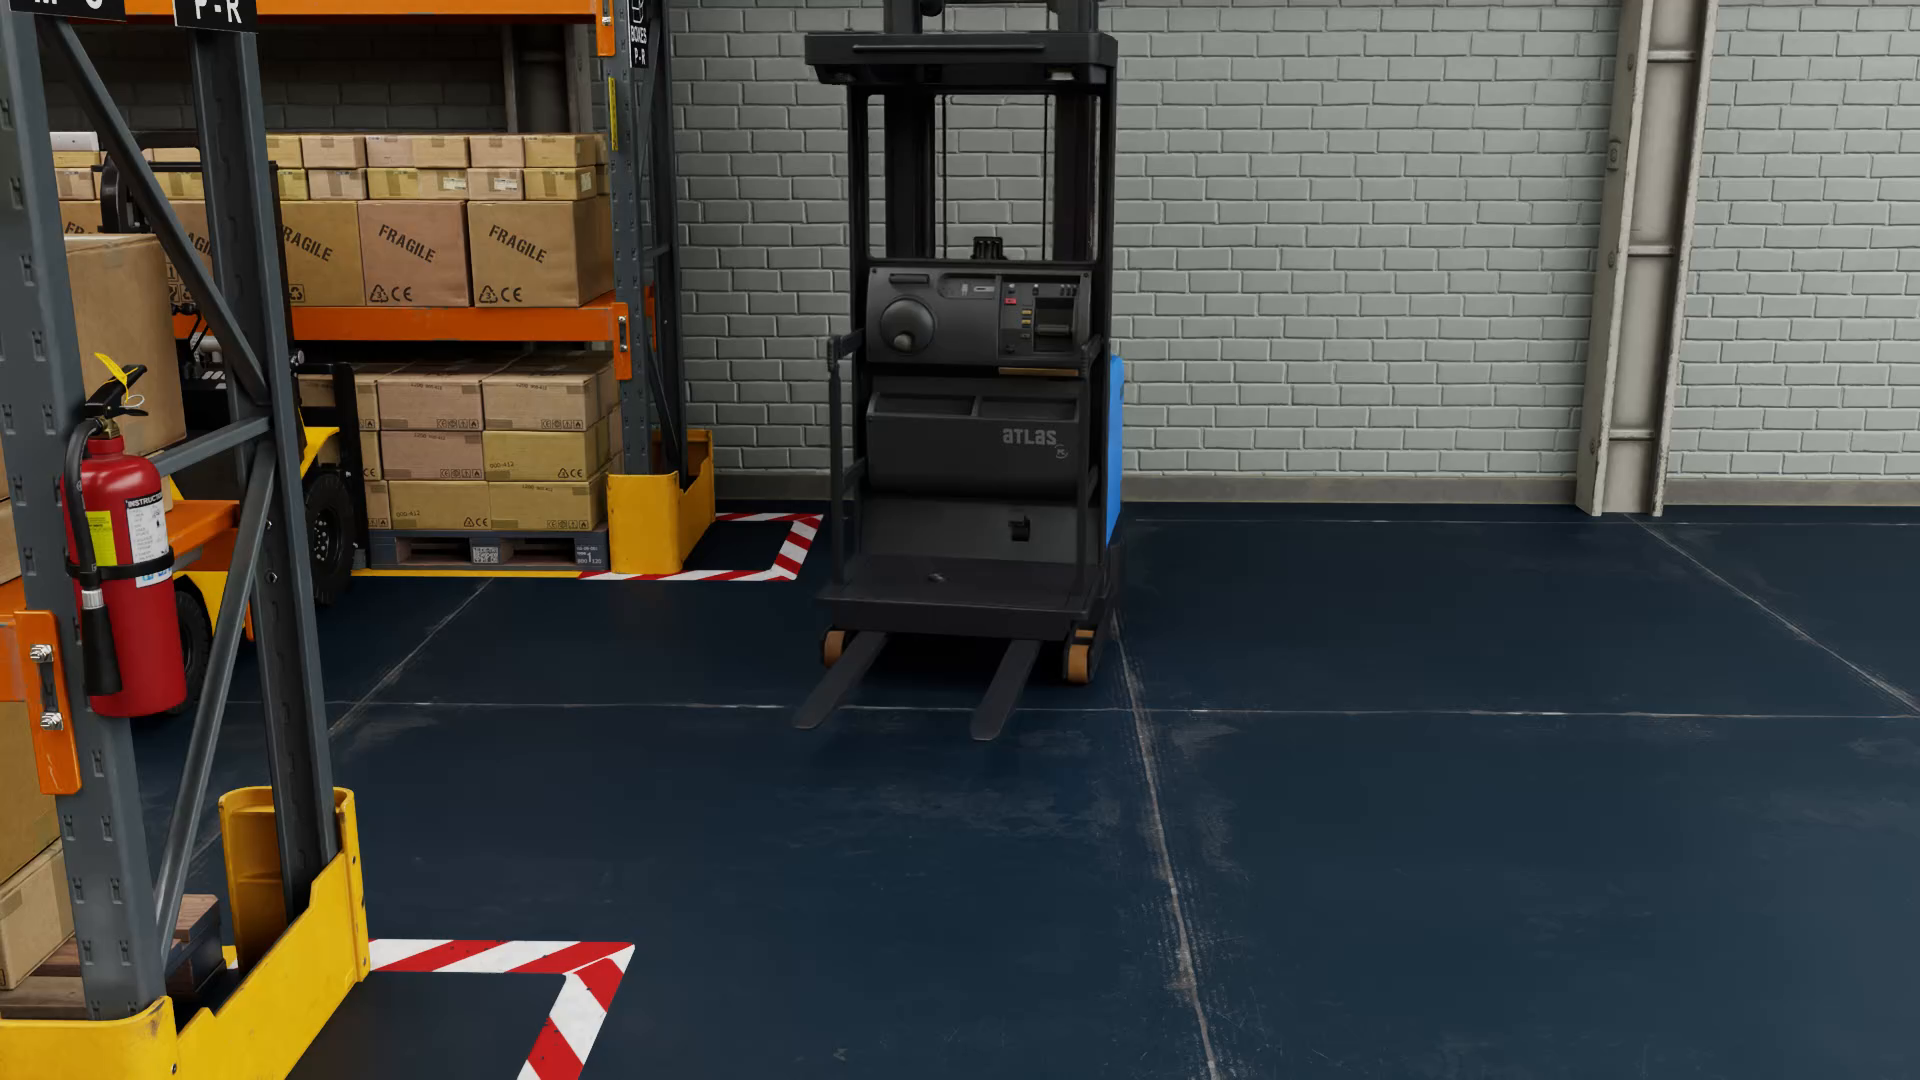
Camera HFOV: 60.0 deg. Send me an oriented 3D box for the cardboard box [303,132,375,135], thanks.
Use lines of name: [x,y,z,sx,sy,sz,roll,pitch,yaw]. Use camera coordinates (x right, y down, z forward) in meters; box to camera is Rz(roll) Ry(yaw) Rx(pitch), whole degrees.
cardboard box: [-3.197,-2.028,8.596,0.250,0.149,0.380,0,15,0]

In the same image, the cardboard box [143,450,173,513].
cardboard box: [-2.028,-0.097,3.820,0.250,0.149,0.380,0,15,2]

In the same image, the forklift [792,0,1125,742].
forklift: [0.039,-0.938,6.648,1.130,2.935,3.031,3,15,10]

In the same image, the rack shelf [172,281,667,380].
rack shelf: [-3.570,-1.095,8.519,4.000,0.370,1.077,0,15,1]

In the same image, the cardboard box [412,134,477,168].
cardboard box: [-2.444,-1.872,8.006,0.250,0.149,0.380,1,15,3]

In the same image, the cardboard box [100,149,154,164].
cardboard box: [-3.969,-1.895,8.093,0.250,0.149,0.380,0,15,1]

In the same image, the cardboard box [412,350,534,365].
cardboard box: [-2.546,-0.840,8.751,0.500,0.250,0.500,0,15,2]

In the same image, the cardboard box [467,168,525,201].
cardboard box: [-2.181,-1.716,7.998,0.250,0.149,0.380,1,15,2]

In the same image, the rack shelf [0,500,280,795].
rack shelf: [-3.693,0.171,3.721,4.000,0.370,1.077,0,15,1]

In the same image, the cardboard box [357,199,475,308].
cardboard box: [-2.588,-1.420,8.145,0.500,0.500,0.500,1,15,3]

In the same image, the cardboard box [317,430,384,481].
cardboard box: [-3.083,-0.472,8.336,0.500,0.250,0.500,0,15,0]

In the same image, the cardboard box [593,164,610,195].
cardboard box: [-1.903,-1.860,8.541,0.250,0.149,0.380,0,15,0]

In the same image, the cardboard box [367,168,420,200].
cardboard box: [-2.686,-1.738,8.080,0.250,0.149,0.380,0,15,1]

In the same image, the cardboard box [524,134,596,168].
cardboard box: [-1.934,-1.884,8.050,0.250,0.149,0.380,0,15,2]

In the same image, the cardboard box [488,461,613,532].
cardboard box: [-2.049,-0.225,8.381,0.500,0.250,0.500,0,15,2]

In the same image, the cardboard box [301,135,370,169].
cardboard box: [-2.954,-1.866,7.983,0.250,0.149,0.380,1,15,3]

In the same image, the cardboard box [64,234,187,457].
cardboard box: [-2.160,-0.430,3.809,0.500,0.500,0.500,0,15,1]

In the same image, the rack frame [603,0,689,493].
rack frame: [-1.571,-1.429,8.378,0.127,3.000,1.000,0,15,1]

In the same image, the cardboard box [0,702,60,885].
cardboard box: [-2.517,0.525,4.069,0.500,0.500,0.500,0,15,0]

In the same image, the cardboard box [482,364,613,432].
cardboard box: [-2.039,-0.710,8.257,0.500,0.250,0.500,1,15,3]

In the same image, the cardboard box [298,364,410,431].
cardboard box: [-3.055,-0.712,8.267,0.500,0.250,0.500,1,15,2]

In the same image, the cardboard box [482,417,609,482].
cardboard box: [-2.066,-0.468,8.321,0.500,0.250,0.500,0,15,1]

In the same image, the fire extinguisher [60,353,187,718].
fire extinguisher: [-1.591,-0.008,3.141,0.183,0.674,0.296,0,15,1]

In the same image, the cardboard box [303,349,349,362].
cardboard box: [-3.558,-0.851,8.793,0.500,0.250,0.500,0,15,0]

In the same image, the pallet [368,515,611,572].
pallet: [-2.337,-0.075,8.712,1.213,0.211,1.003,0,15,1]

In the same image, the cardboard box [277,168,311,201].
cardboard box: [-3.208,-1.724,8.028,0.250,0.149,0.380,0,15,2]

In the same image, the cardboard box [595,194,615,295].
cardboard box: [-2.059,-1.552,8.646,0.500,0.500,0.500,1,15,3]

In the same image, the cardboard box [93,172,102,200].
cardboard box: [-3.979,-1.733,8.060,0.250,0.149,0.380,0,15,0]

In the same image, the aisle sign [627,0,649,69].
aisle sign: [-1.513,-2.611,7.761,0.004,0.787,0.394,0,15,1]

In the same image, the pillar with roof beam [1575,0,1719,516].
pillar with roof beam: [3.644,-3.428,4.192,0.400,9.000,9.100,0,15,1]

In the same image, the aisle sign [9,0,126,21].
aisle sign: [-1.640,-1.346,2.966,0.004,0.787,0.394,0,15,1]

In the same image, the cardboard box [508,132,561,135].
cardboard box: [-2.166,-2.010,8.526,0.250,0.149,0.380,1,15,3]

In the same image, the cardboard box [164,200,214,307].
cardboard box: [-3.603,-1.423,8.159,0.500,0.500,0.500,0,15,2]

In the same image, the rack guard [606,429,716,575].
rack guard: [-1.547,-0.221,8.696,0.348,0.500,1.175,0,15,1]

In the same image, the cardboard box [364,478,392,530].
cardboard box: [-3.046,-0.237,8.424,0.500,0.250,0.500,1,15,2]
